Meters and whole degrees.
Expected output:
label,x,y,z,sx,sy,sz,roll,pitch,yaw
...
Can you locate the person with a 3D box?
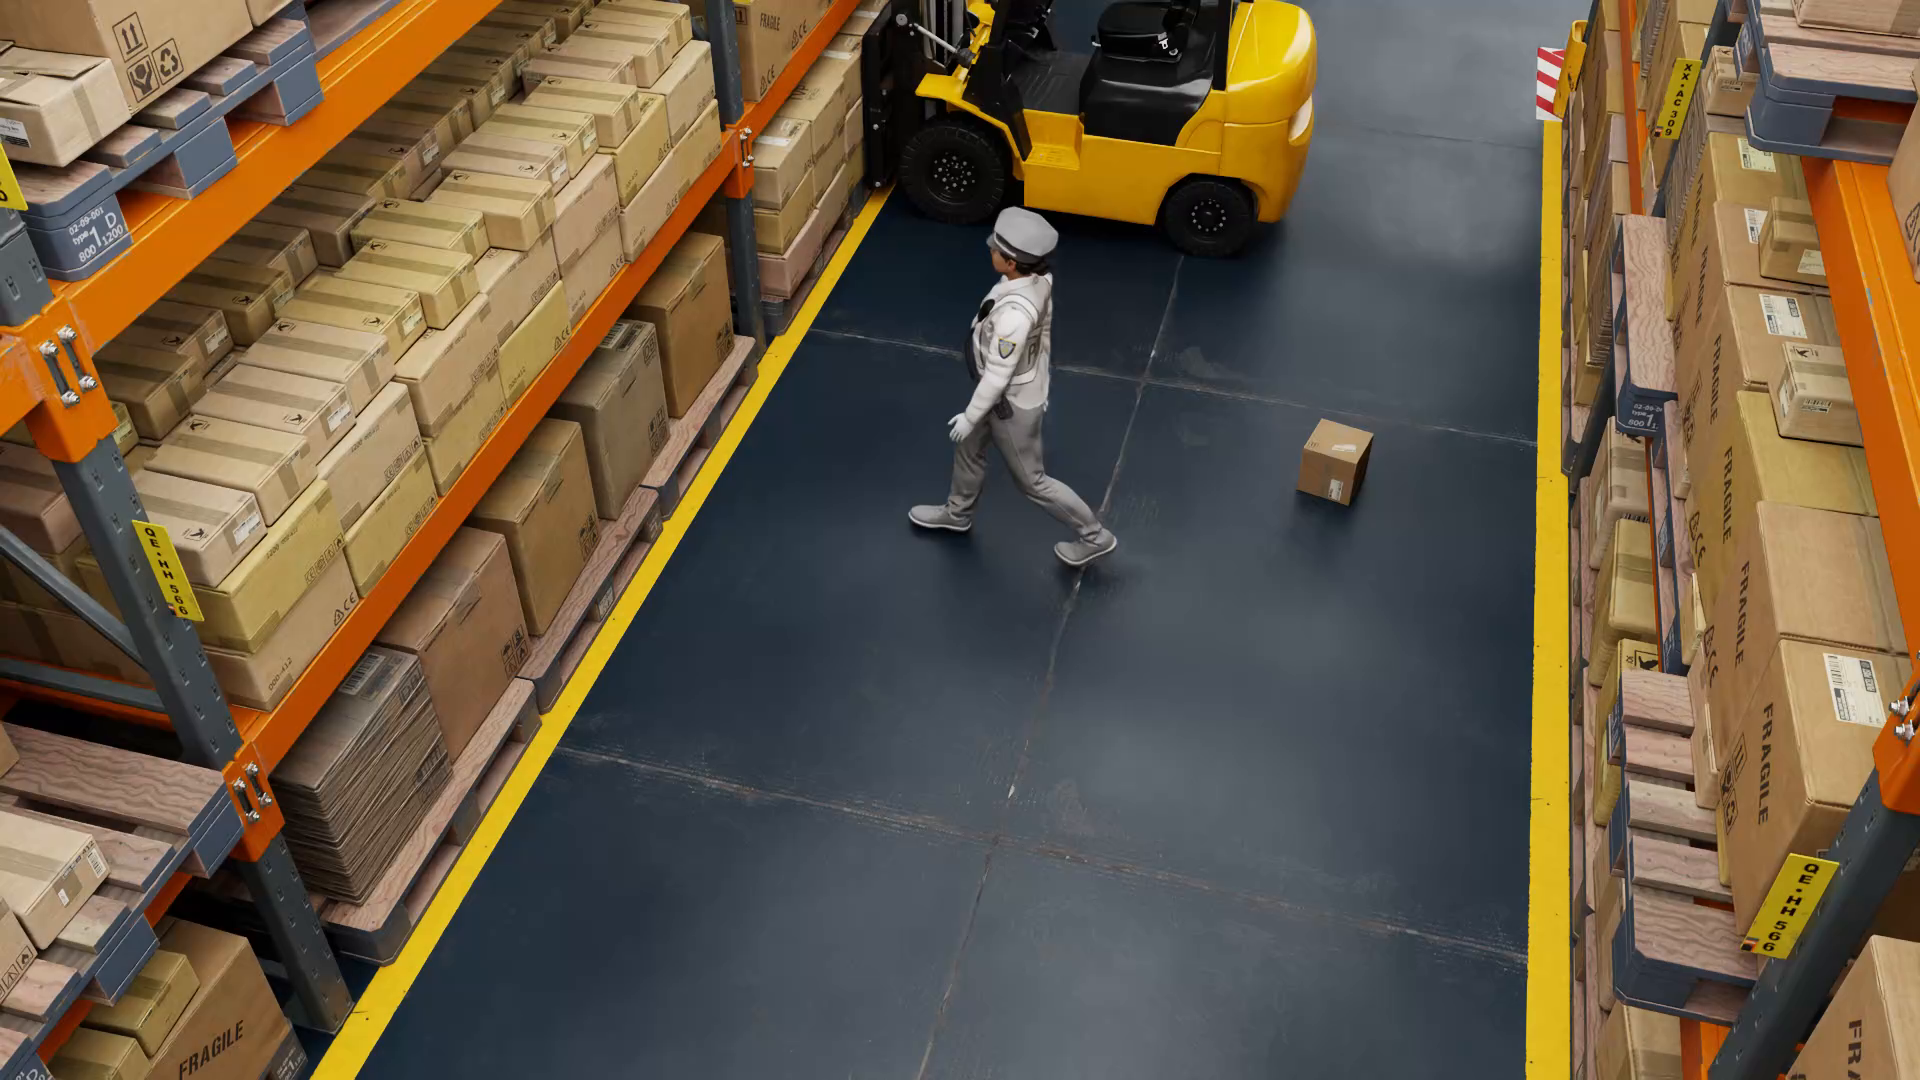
label,x,y,z,sx,sy,sz,roll,pitch,yaw
person,0.222,-0.595,6.810,0.947,1.644,0.482,6,42,7
